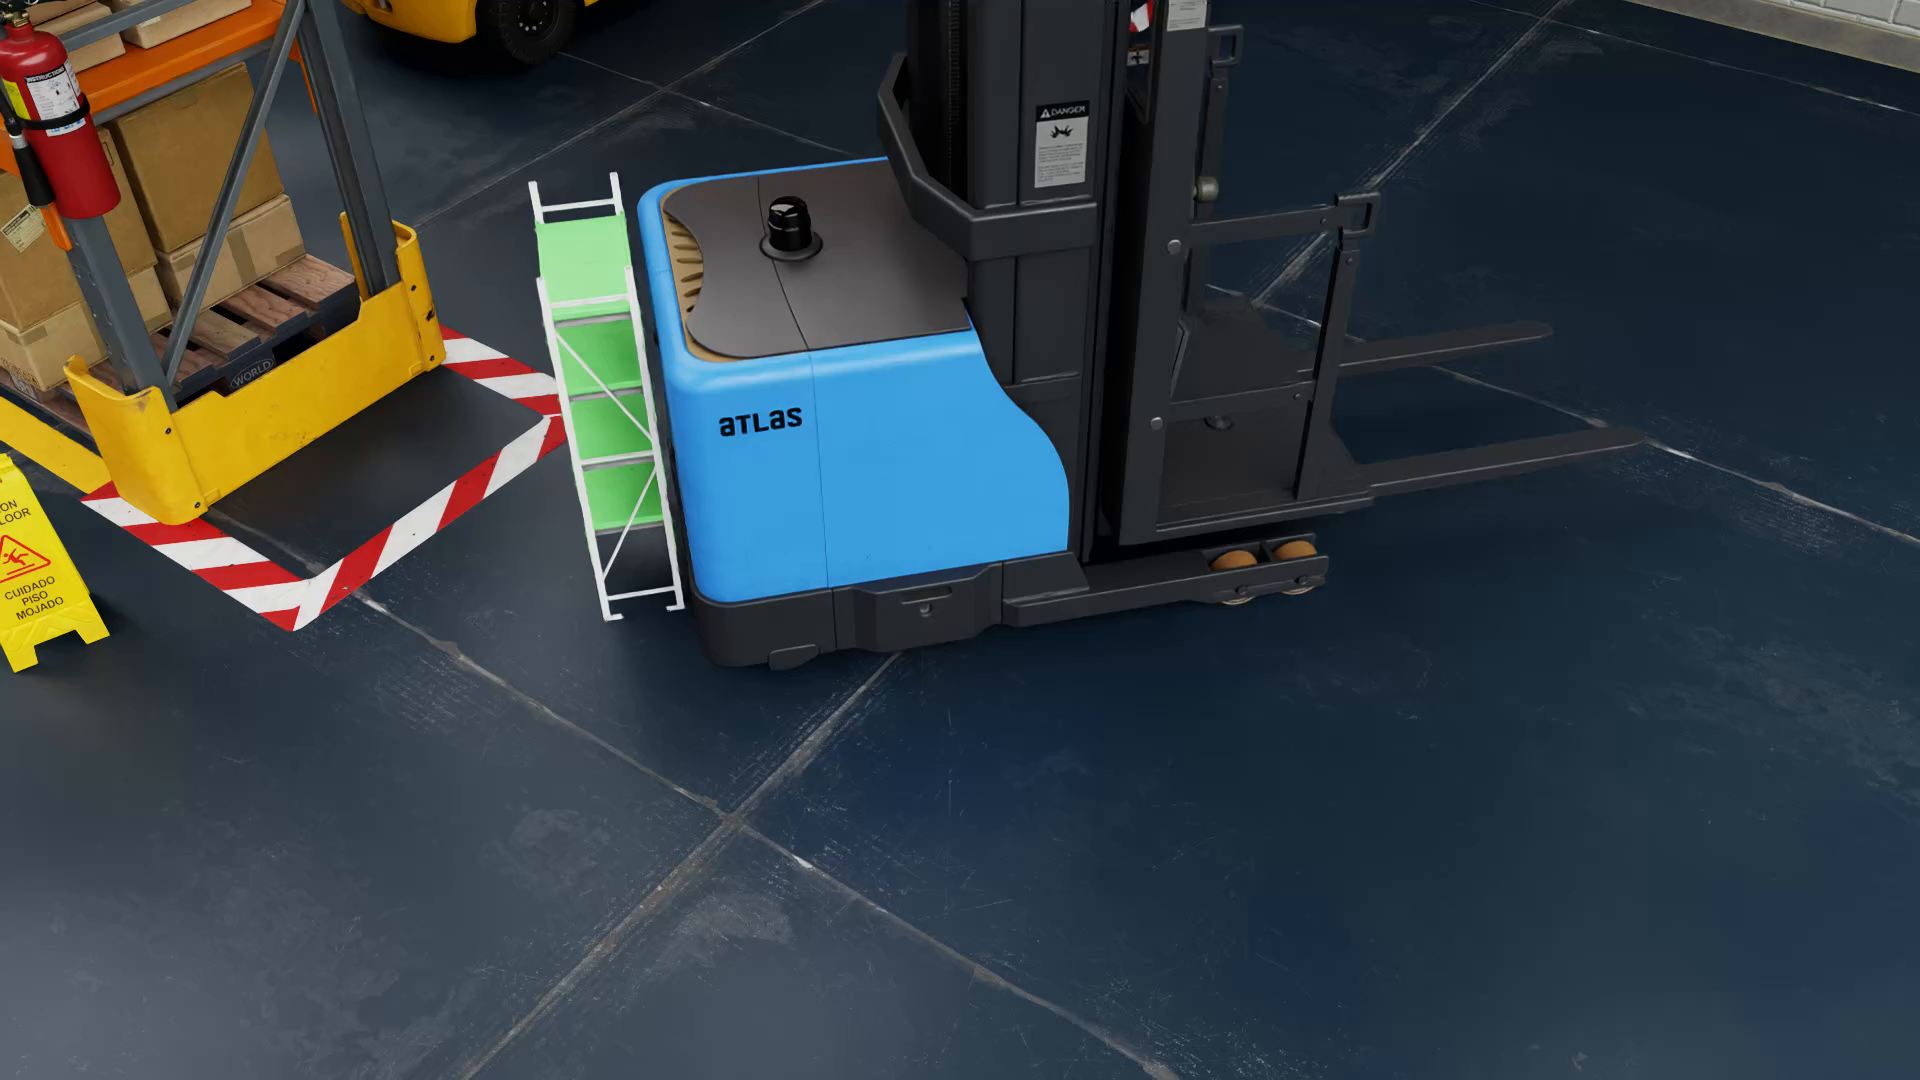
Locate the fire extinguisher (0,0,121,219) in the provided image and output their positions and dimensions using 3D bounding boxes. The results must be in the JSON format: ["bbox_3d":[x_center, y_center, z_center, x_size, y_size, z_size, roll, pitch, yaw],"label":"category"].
[{"bbox_3d":[-2.408,-1.178,4.376,0.183,0.674,0.296,25,48,25],"label":"fire extinguisher"}]

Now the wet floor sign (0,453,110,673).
[{"bbox_3d":[-2.696,0.032,4.731,0.267,0.644,0.232,-25,48,-25],"label":"wet floor sign"}]

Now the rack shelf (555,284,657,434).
[{"bbox_3d":[-1.005,-0.516,4.663,0.258,0.148,0.480,-9,43,-10],"label":"rack shelf"}]

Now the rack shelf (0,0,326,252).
[{"bbox_3d":[-3.875,-2.000,5.776,4.000,0.370,1.077,25,48,25],"label":"rack shelf"}]

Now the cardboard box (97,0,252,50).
[{"bbox_3d":[-2.397,-1.652,5.035,0.250,0.149,0.380,25,48,25],"label":"cardboard box"}]

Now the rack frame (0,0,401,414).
[{"bbox_3d":[-2.237,-1.503,4.680,0.127,3.000,1.000,25,48,25],"label":"rack frame"}]

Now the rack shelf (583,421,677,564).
[{"bbox_3d":[-1.005,-0.159,4.983,0.258,0.148,0.480,-9,43,-10],"label":"rack shelf"}]

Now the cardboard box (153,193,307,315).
[{"bbox_3d":[-2.739,-1.094,5.971,0.500,0.250,0.500,25,47,25],"label":"cardboard box"}]

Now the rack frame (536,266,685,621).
[{"bbox_3d":[-0.949,-0.227,4.603,0.240,1.200,0.015,-9,43,-10],"label":"rack frame"}]

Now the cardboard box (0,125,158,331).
[{"bbox_3d":[-3.043,-1.078,5.390,0.500,0.500,0.500,25,48,26],"label":"cardboard box"}]

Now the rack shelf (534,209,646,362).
[{"bbox_3d":[-1.005,-0.695,4.503,0.258,0.148,0.480,-9,43,-10],"label":"rack shelf"}]

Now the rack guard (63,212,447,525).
[{"bbox_3d":[-2.300,-0.600,5.546,0.348,0.500,1.175,25,48,25],"label":"rack guard"}]

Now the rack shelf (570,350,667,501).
[{"bbox_3d":[-1.005,-0.338,4.823,0.258,0.148,0.480,-9,43,-10],"label":"rack shelf"}]

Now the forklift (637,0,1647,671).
[{"bbox_3d":[0.632,-1.232,4.429,3.031,2.935,1.130,-9,43,-10],"label":"forklift"}]

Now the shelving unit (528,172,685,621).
[{"bbox_3d":[-1.005,-0.385,4.781,0.258,1.200,0.503,-9,43,-10],"label":"shelving unit"}]

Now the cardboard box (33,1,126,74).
[{"bbox_3d":[-2.666,-1.436,4.793,0.250,0.149,0.380,27,48,27],"label":"cardboard box"}]

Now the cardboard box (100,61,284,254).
[{"bbox_3d":[-2.759,-1.383,5.730,0.500,0.500,0.500,24,47,24],"label":"cardboard box"}]

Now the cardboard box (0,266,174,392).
[{"bbox_3d":[-3.073,-0.806,5.649,0.500,0.250,0.500,25,47,25],"label":"cardboard box"}]

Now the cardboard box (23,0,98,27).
[{"bbox_3d":[-2.840,-1.708,4.612,0.500,0.500,0.500,24,47,25],"label":"cardboard box"}]

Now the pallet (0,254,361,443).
[{"bbox_3d":[-2.944,-0.823,6.011,1.213,0.211,1.003,25,48,25],"label":"pallet"}]

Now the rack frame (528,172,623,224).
[{"bbox_3d":[-1.060,-0.544,4.958,0.240,1.200,0.015,-9,43,-10],"label":"rack frame"}]

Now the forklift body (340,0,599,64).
[{"bbox_3d":[-1.990,-3.628,7.691,1.214,2.155,2.313,25,48,25],"label":"forklift body"}]
